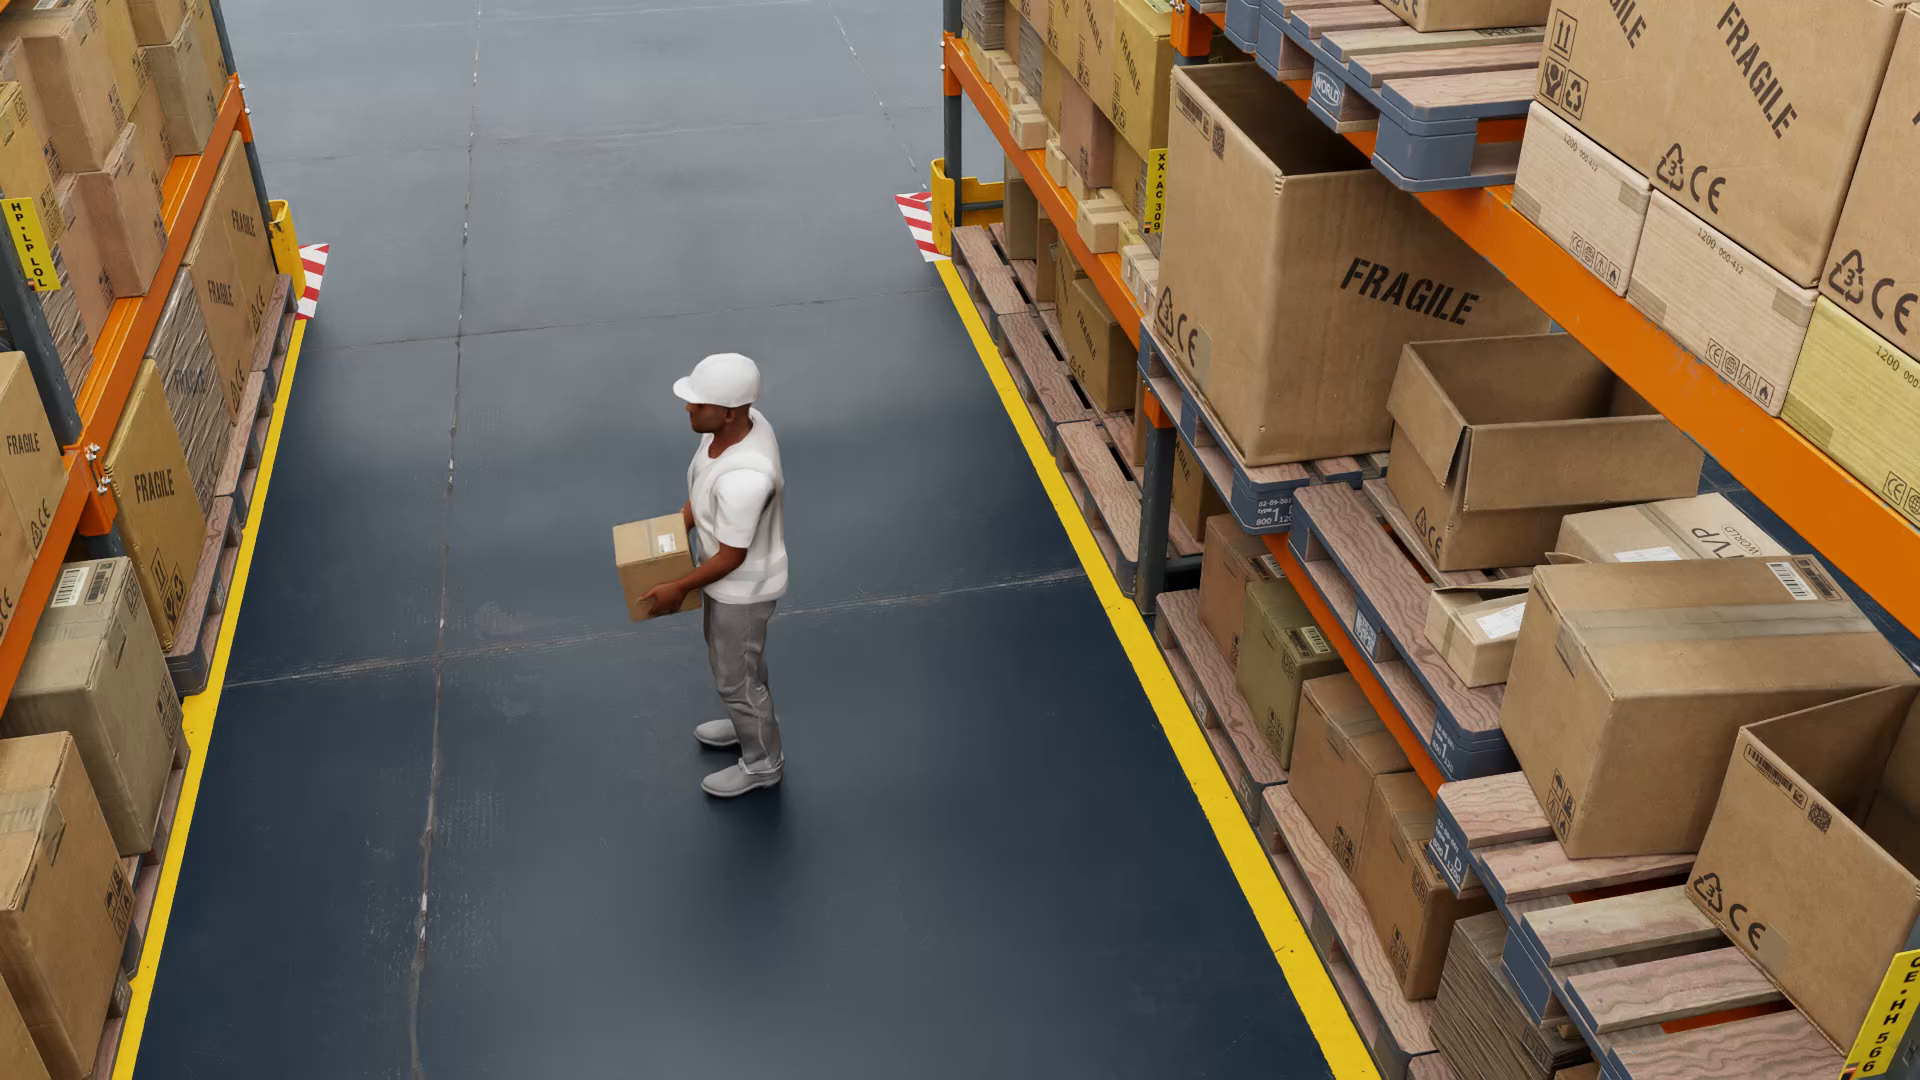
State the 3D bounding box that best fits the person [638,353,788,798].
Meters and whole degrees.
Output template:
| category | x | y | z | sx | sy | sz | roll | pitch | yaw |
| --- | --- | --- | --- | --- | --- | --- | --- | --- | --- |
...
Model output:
| category | x | y | z | sx | sy | sz | roll | pitch | yaw |
| --- | --- | --- | --- | --- | --- | --- | --- | --- | --- |
| person | -0.875 | 0.138 | 5.916 | 0.541 | 1.770 | 0.548 | -7 | 35 | -11 |
